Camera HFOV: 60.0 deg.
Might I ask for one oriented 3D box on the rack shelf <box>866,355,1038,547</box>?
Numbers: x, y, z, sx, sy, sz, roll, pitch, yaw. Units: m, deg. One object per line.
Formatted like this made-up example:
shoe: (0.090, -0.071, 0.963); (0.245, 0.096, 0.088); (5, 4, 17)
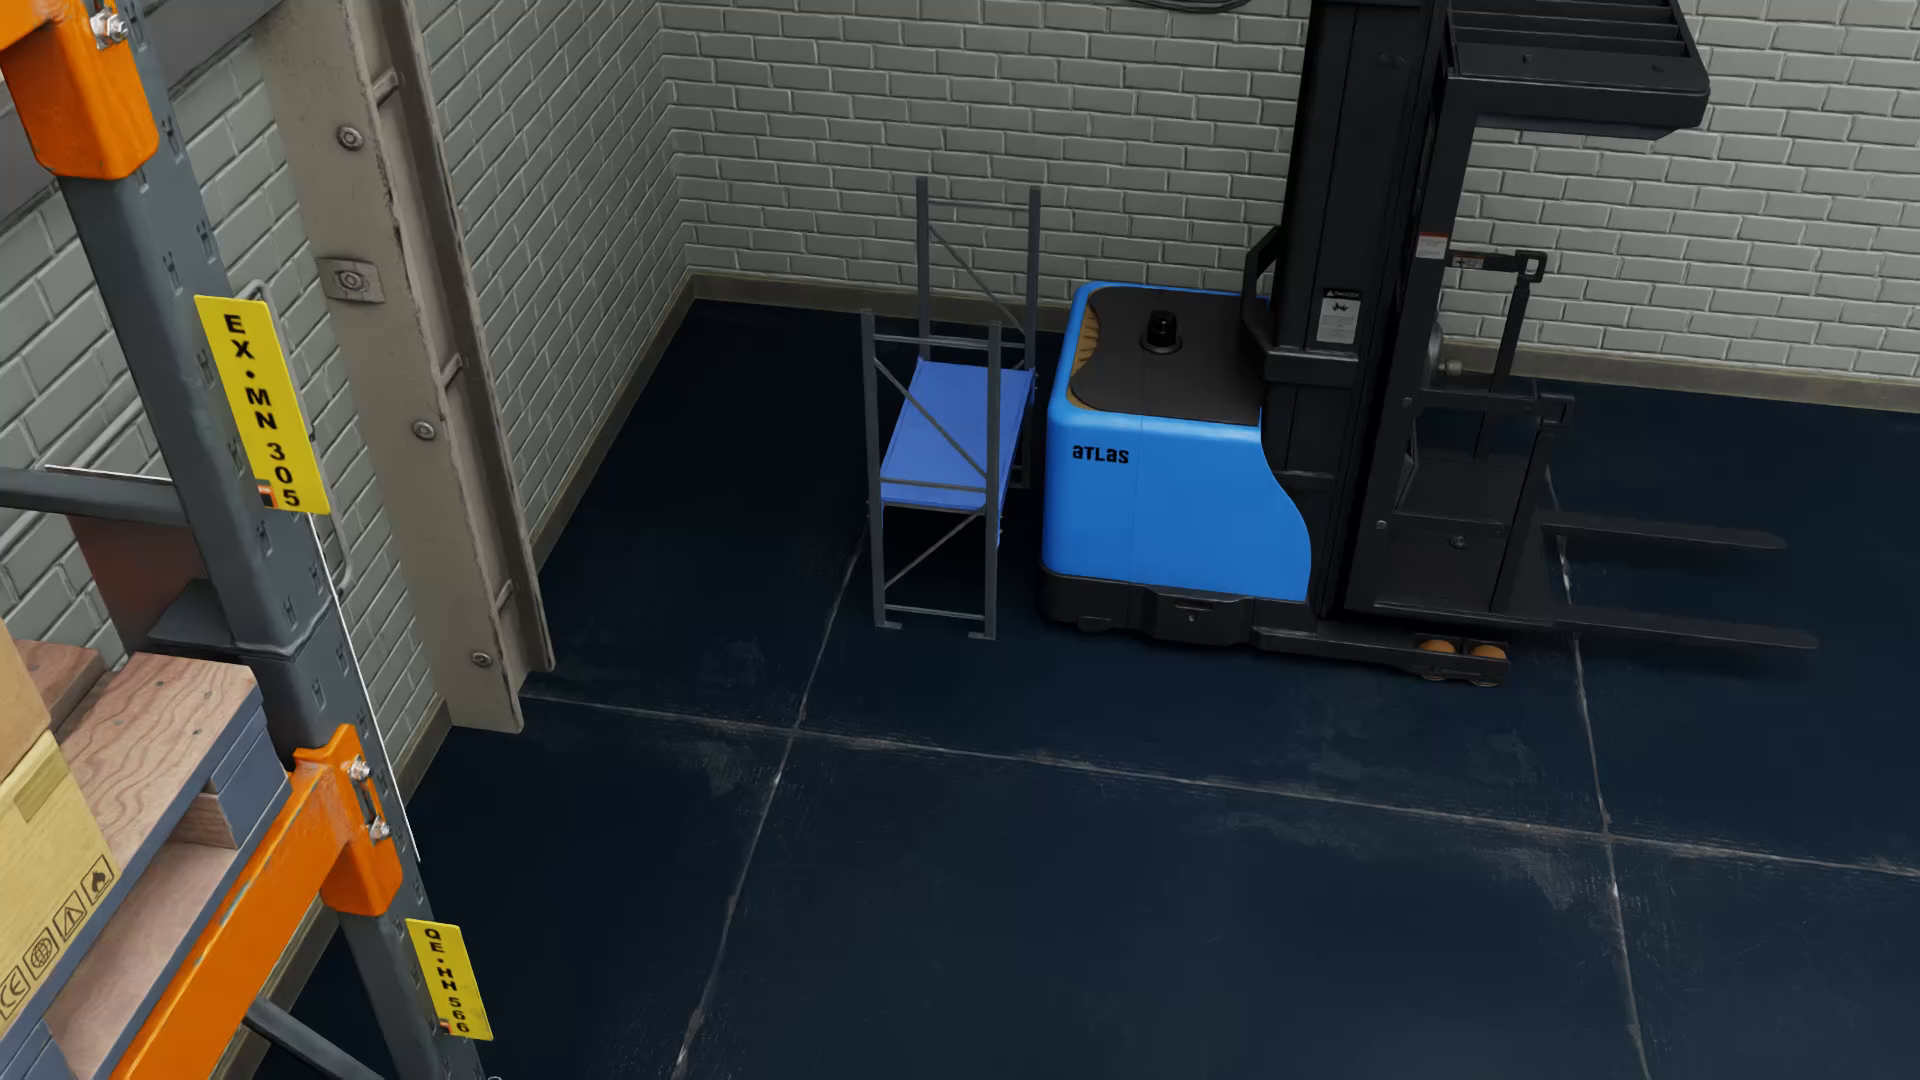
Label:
rack shelf: (-0.015, -0.386, 6.822); (0.538, 0.185, 1.000); (6, 40, 8)

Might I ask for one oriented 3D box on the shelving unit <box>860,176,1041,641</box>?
shelving unit: (-0.015, -0.524, 6.707); (0.538, 1.500, 1.048); (6, 40, 8)

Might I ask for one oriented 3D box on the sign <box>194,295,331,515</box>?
sign: (-0.884, -0.165, 2.109); (0.100, 0.325, 0.005); (6, 40, 8)

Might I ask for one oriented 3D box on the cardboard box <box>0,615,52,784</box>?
cardboard box: (-1.274, 0.135, 1.500); (0.500, 0.500, 0.500); (6, 40, 8)

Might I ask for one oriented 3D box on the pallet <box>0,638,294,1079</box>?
pallet: (-1.534, 0.578, 1.913); (1.003, 0.211, 1.213); (6, 40, 8)

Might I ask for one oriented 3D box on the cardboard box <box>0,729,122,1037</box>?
cardboard box: (-1.281, 0.423, 1.740); (0.500, 0.250, 0.500); (8, 40, 9)

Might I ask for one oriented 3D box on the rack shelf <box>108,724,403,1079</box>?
rack shelf: (-1.762, 1.609, 1.160); (1.077, 0.370, 4.000); (6, 40, 8)

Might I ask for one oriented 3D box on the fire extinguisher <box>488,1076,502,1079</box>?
fire extinguisher: (-0.936, 1.363, 3.601); (0.296, 0.674, 0.183); (6, 40, 8)

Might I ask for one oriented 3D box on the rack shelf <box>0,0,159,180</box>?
rack shelf: (-1.762, 0.607, 0.332); (1.077, 0.370, 4.000); (6, 40, 8)

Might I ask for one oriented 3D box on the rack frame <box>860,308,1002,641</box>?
rack frame: (-0.103, -0.205, 6.321); (0.500, 1.500, 0.032); (6, 40, 8)

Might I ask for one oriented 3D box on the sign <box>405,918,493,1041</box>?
sign: (-0.884, 0.764, 2.877); (0.100, 0.325, 0.005); (6, 40, 8)

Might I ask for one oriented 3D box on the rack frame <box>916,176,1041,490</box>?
rack frame: (0.073, -0.844, 7.093); (0.500, 1.500, 0.032); (6, 40, 8)

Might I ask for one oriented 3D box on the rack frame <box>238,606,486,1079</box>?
rack frame: (-1.416, 1.233, 3.405); (1.000, 3.000, 0.127); (6, 40, 8)

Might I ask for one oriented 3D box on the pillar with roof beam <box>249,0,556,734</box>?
pillar with roof beam: (2.439, -2.394, 3.084); (9.100, 9.000, 0.400); (6, 40, 8)

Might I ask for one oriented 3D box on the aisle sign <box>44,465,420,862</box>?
aisle sign: (-1.108, 0.219, 2.591); (0.394, 0.787, 0.004); (6, 40, 8)

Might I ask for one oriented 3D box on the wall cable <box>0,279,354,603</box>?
wall cable: (-2.126, -0.067, 4.179); (0.084, 1.984, 1.851); (6, 40, 8)

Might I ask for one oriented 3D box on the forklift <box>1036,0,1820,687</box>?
forklift: (1.878, -0.920, 6.062); (3.031, 2.935, 1.130); (6, 40, 8)

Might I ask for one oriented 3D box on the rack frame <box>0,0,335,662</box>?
rack frame: (-1.416, -1.079, 1.493); (1.000, 3.000, 0.127); (6, 40, 8)

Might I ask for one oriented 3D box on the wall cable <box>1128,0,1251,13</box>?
wall cable: (-0.085, -3.393, 6.728); (3.097, 2.526, 0.112); (6, 40, 8)
